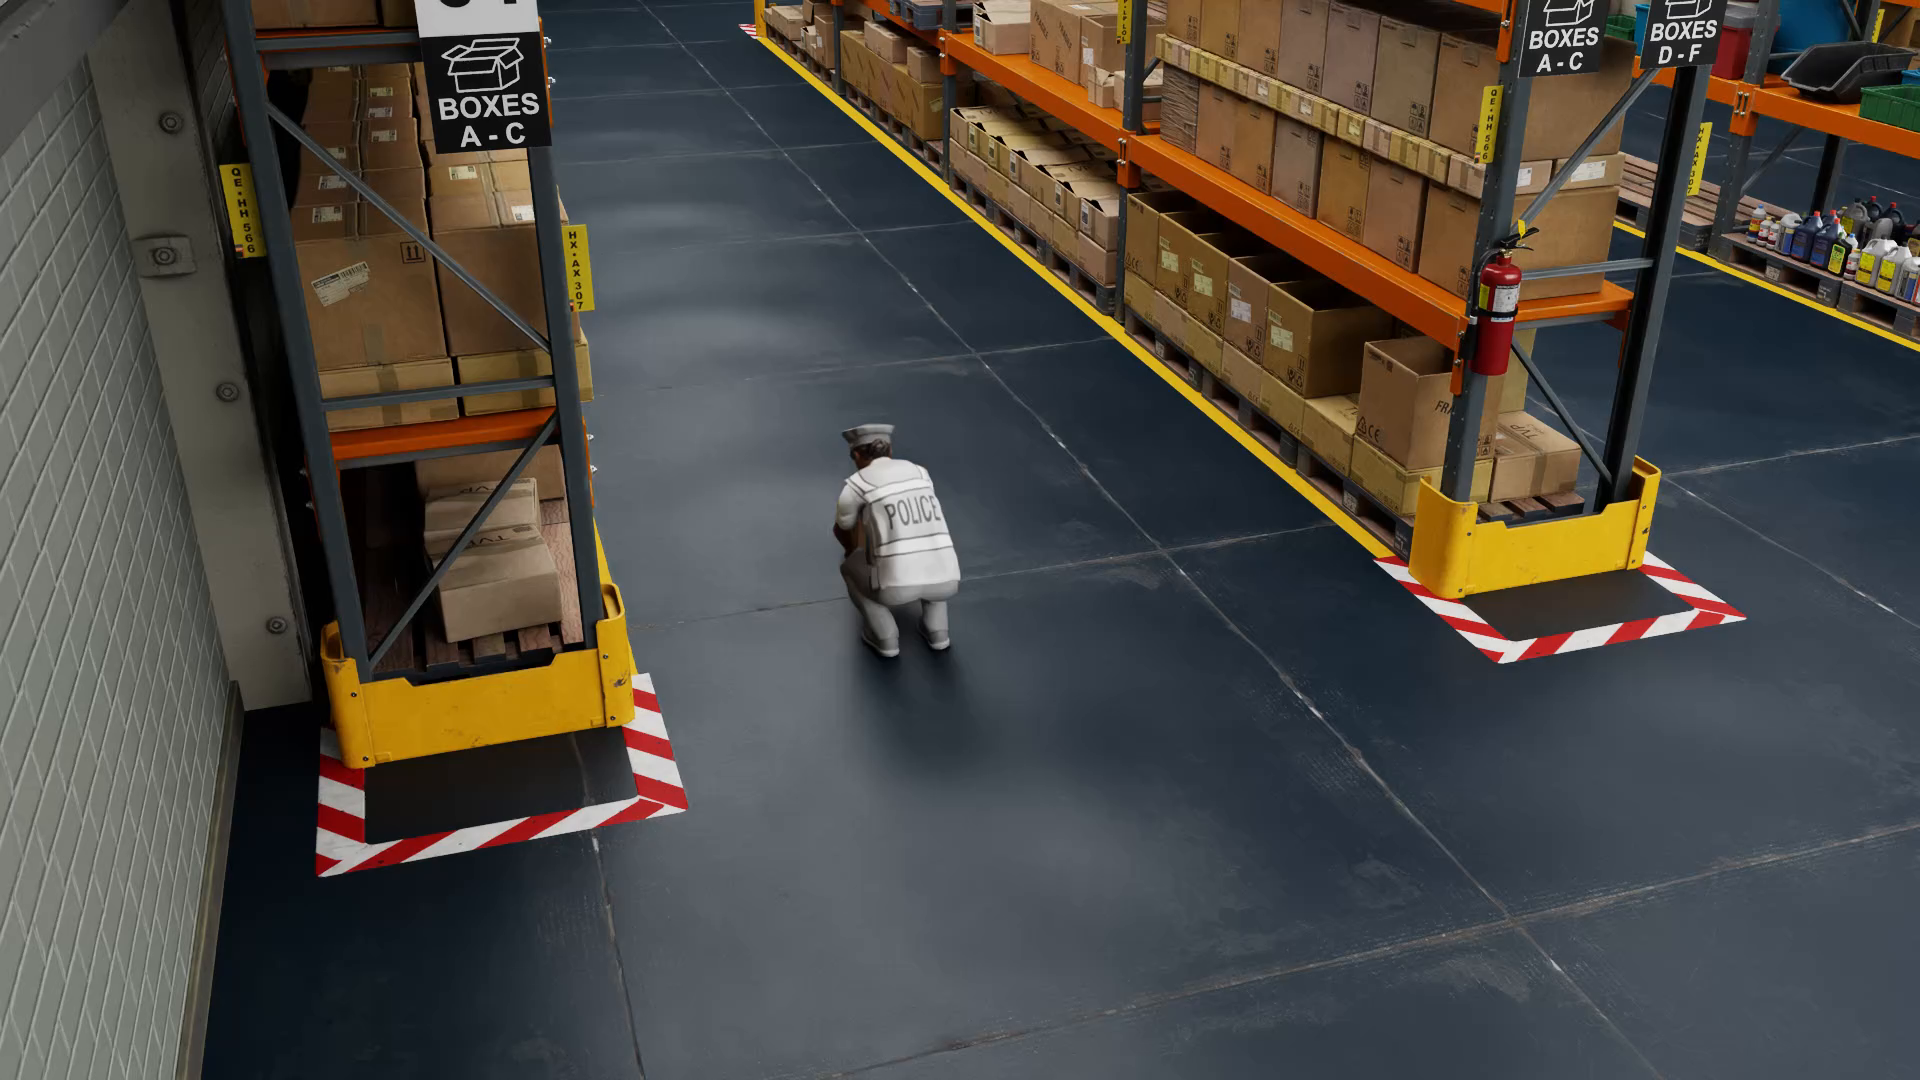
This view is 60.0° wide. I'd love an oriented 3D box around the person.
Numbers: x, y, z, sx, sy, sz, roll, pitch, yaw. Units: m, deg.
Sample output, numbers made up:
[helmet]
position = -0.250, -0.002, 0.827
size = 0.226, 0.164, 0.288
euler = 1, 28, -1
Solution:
[person]
position = -0.291, -0.026, 7.483
size = 0.496, 0.950, 0.853
euler = -8, 28, -15
